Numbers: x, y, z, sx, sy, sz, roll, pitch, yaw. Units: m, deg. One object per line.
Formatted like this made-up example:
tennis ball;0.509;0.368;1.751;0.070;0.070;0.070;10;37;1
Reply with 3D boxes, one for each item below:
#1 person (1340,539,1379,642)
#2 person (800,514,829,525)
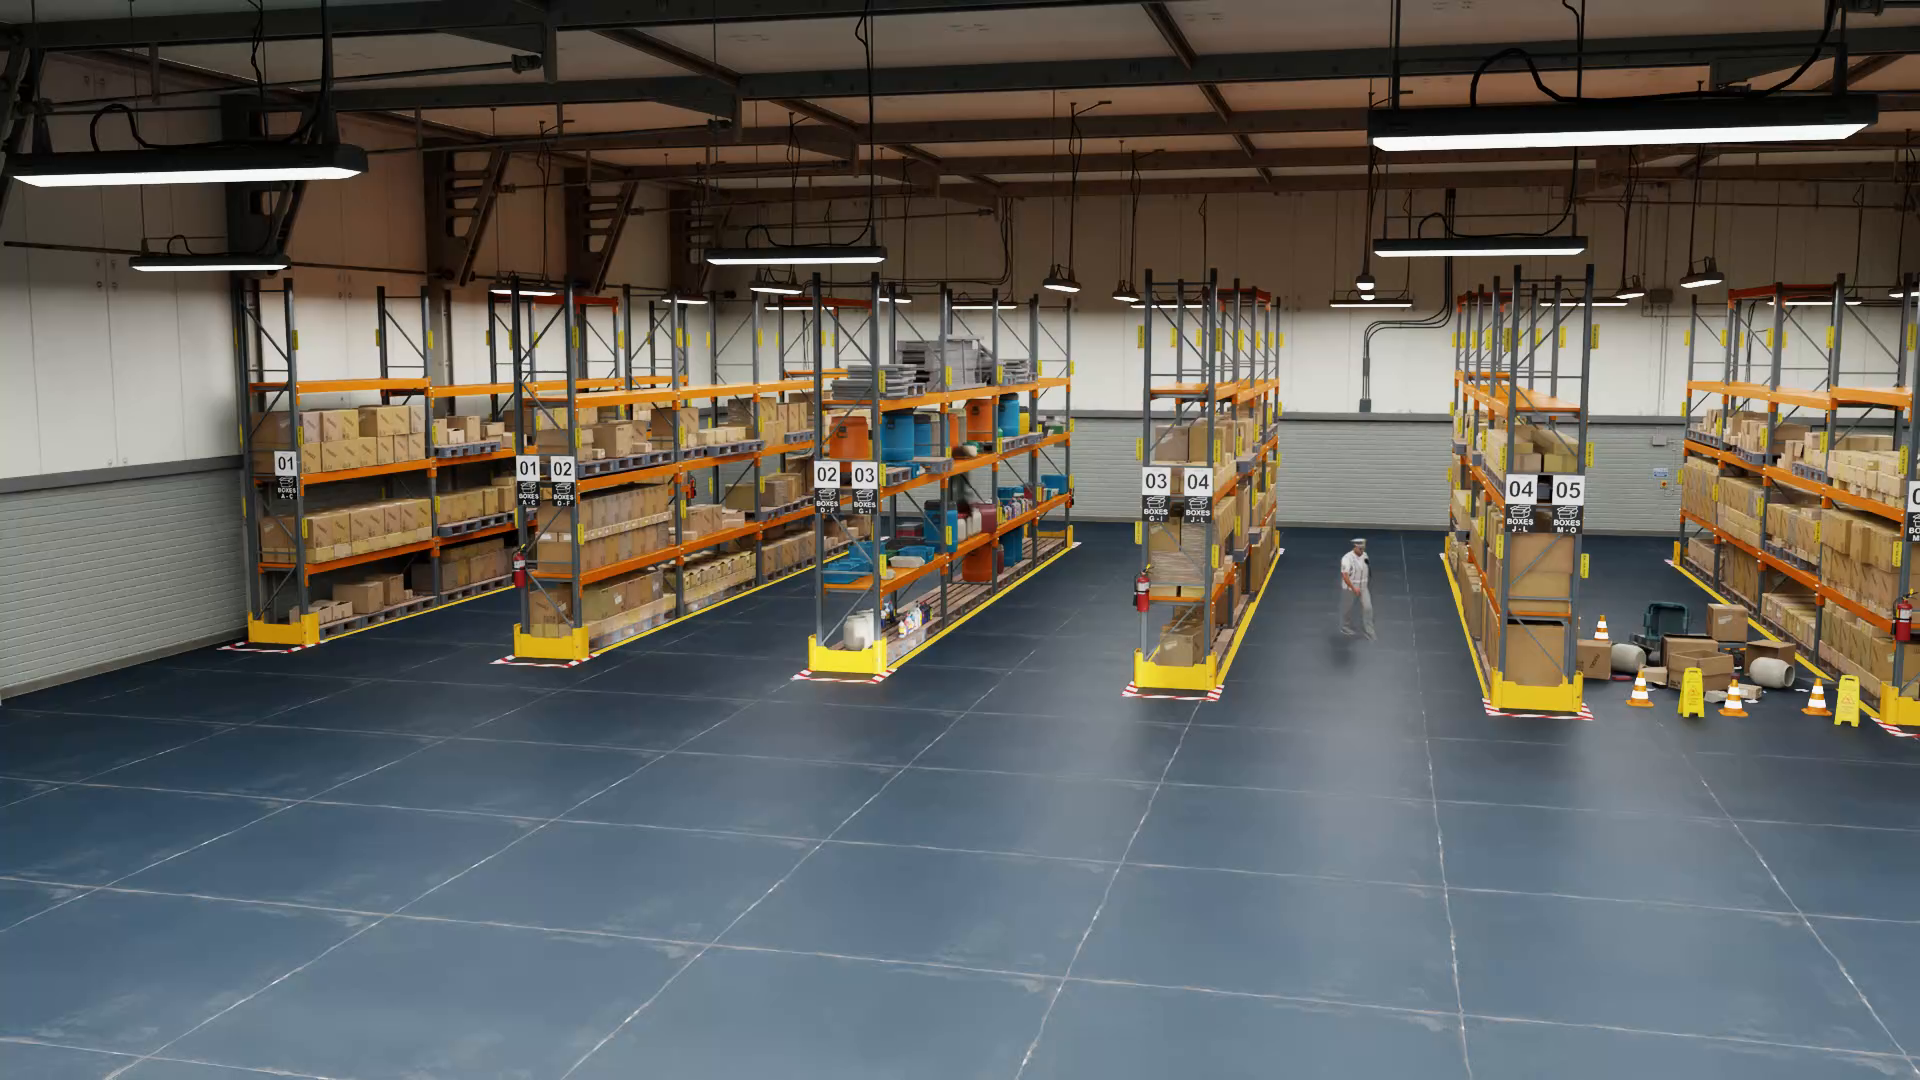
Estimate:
person;6.654;0.840;27.996;0.614;1.776;0.832;-1;7;-11
person;-3.759;-1.067;43.552;0.934;1.742;0.624;3;8;26
